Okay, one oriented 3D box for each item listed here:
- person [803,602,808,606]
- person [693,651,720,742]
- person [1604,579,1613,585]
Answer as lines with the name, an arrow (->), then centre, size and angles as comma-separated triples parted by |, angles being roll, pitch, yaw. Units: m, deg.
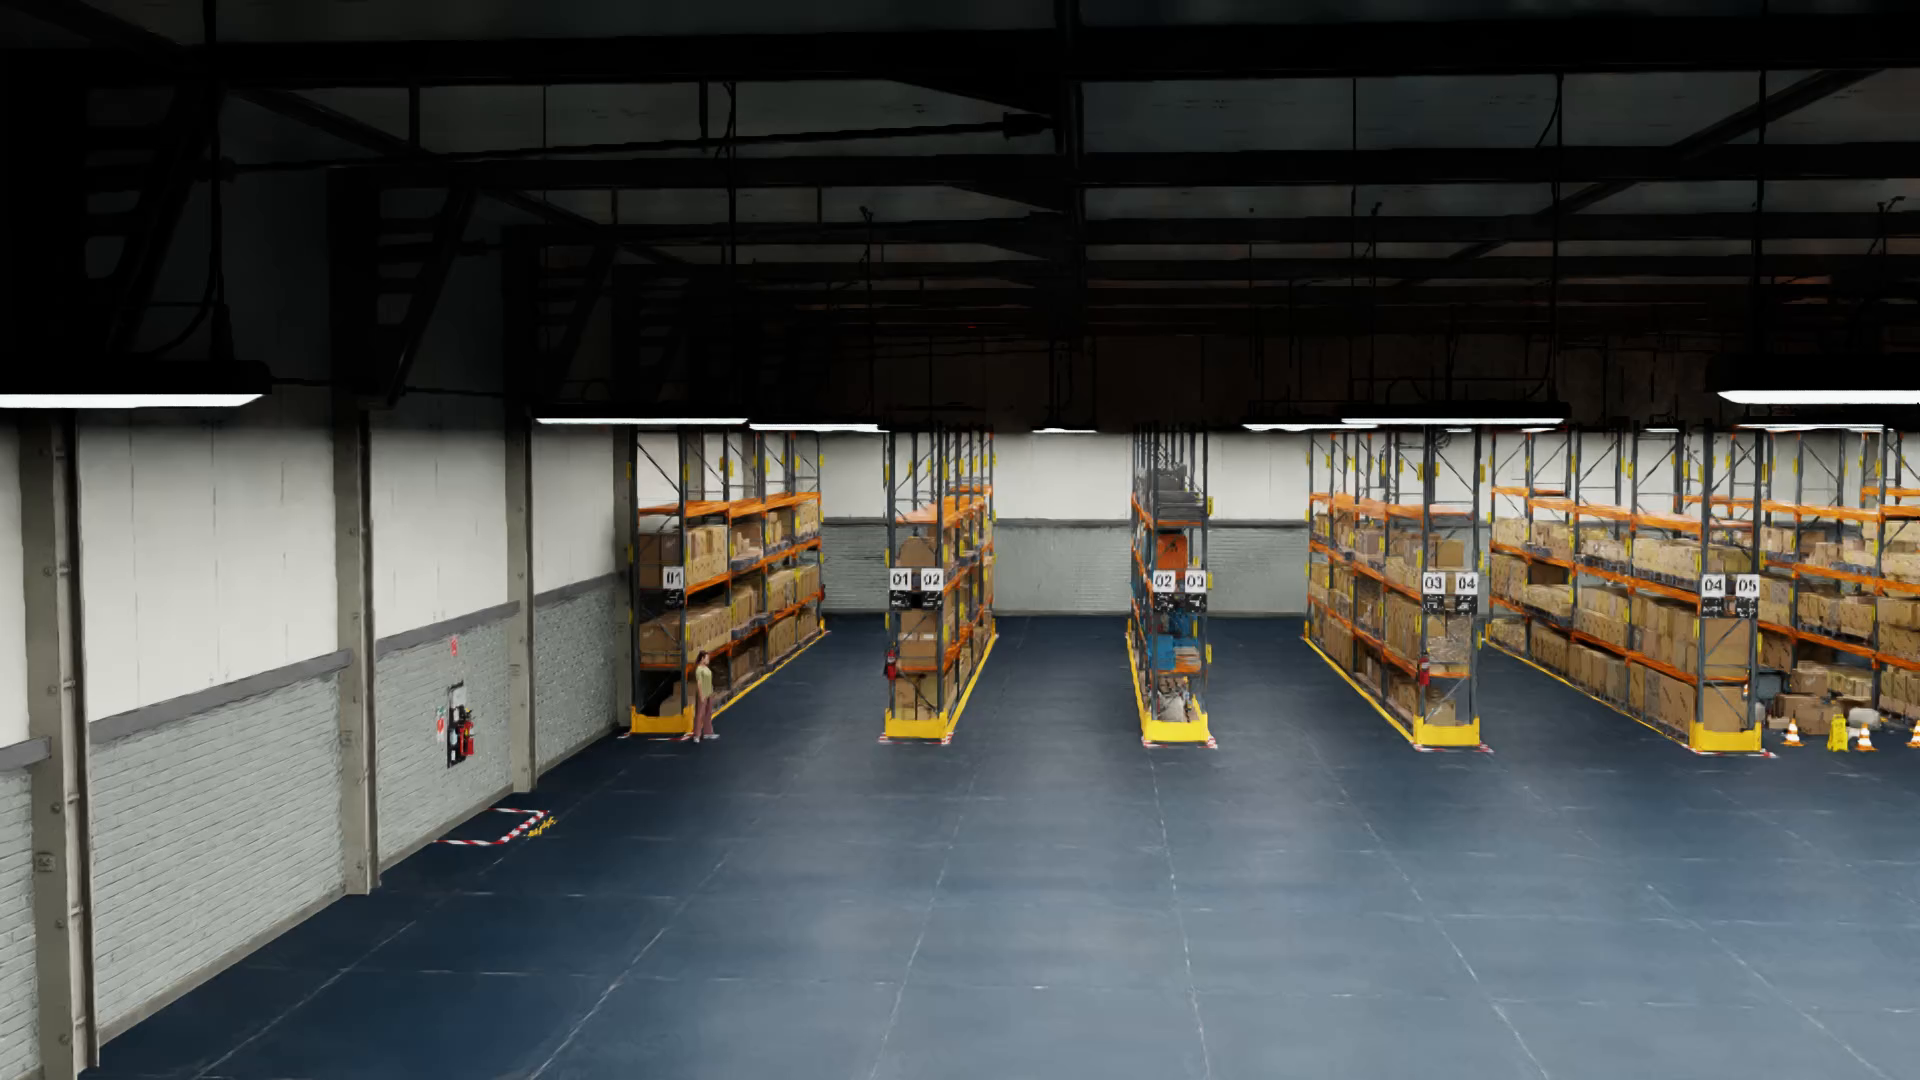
person -> -4.660, 1.791, 49.012 | 0.522, 1.677, 0.484 | 3, 5, 42
person -> -4.777, 2.901, 31.066 | 0.386, 1.677, 0.621 | 1, 4, 15
person -> 19.430, 1.764, 49.562 | 0.502, 1.662, 0.548 | 3, 5, 41
